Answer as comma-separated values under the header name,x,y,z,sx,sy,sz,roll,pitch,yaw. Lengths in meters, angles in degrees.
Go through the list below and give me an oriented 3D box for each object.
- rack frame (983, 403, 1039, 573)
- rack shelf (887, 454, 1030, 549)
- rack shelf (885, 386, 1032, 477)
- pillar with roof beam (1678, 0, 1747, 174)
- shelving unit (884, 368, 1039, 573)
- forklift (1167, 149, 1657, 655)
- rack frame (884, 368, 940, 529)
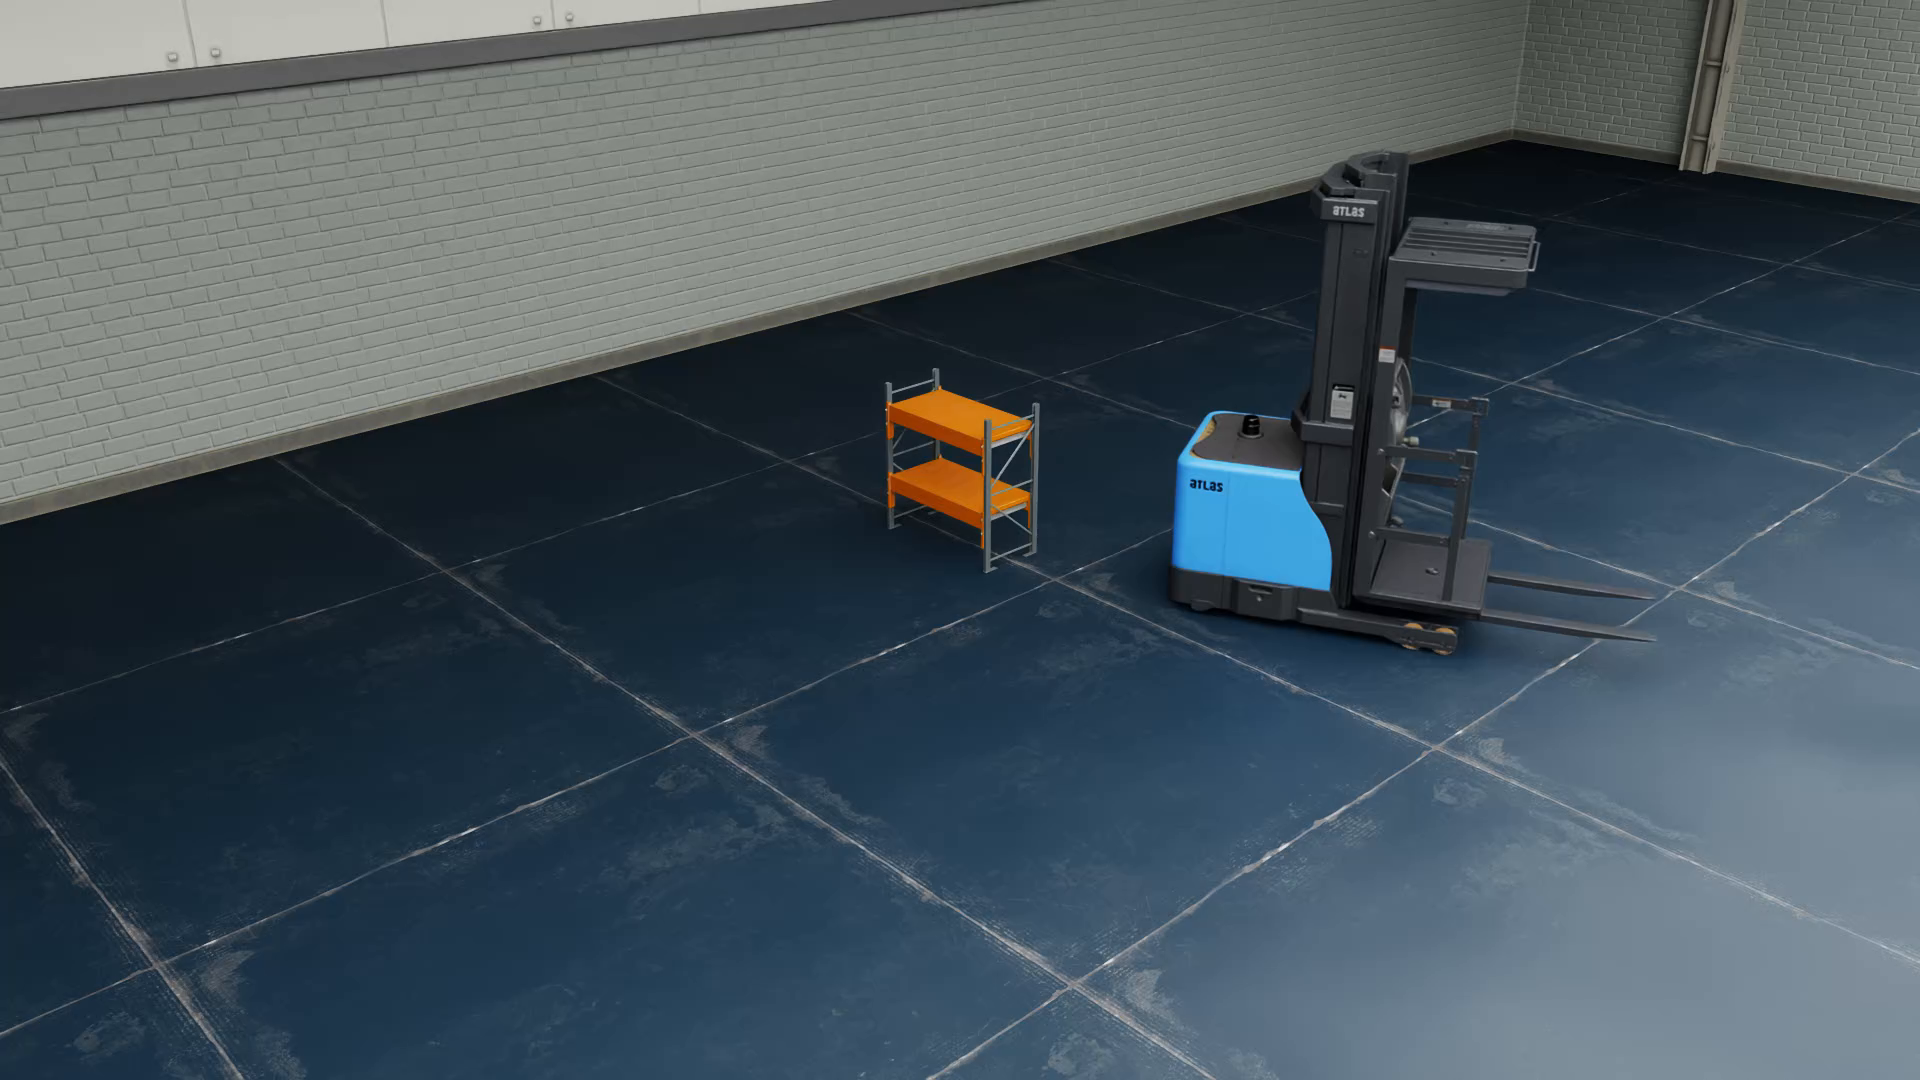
name,x,y,z,sx,sy,sz,roll,pitch,yaw
rack frame,0.352,-0.356,11.471,0.500,1.125,0.032,-21,32,-38
rack shelf,0.005,-0.287,11.910,0.538,0.278,1.000,-21,32,-38
rack shelf,0.005,-0.776,11.687,0.538,0.278,1.000,-21,32,-38
pillar with roof beam,7.272,-8.098,18.956,9.100,9.000,0.400,-21,32,-38
shelving unit,0.005,-0.510,11.809,0.538,1.125,1.048,-21,32,-38
forklift,2.952,-0.861,10.403,3.031,2.935,1.130,9,26,18
rack frame,-0.343,-0.664,12.146,0.500,1.125,0.032,-21,32,-38
